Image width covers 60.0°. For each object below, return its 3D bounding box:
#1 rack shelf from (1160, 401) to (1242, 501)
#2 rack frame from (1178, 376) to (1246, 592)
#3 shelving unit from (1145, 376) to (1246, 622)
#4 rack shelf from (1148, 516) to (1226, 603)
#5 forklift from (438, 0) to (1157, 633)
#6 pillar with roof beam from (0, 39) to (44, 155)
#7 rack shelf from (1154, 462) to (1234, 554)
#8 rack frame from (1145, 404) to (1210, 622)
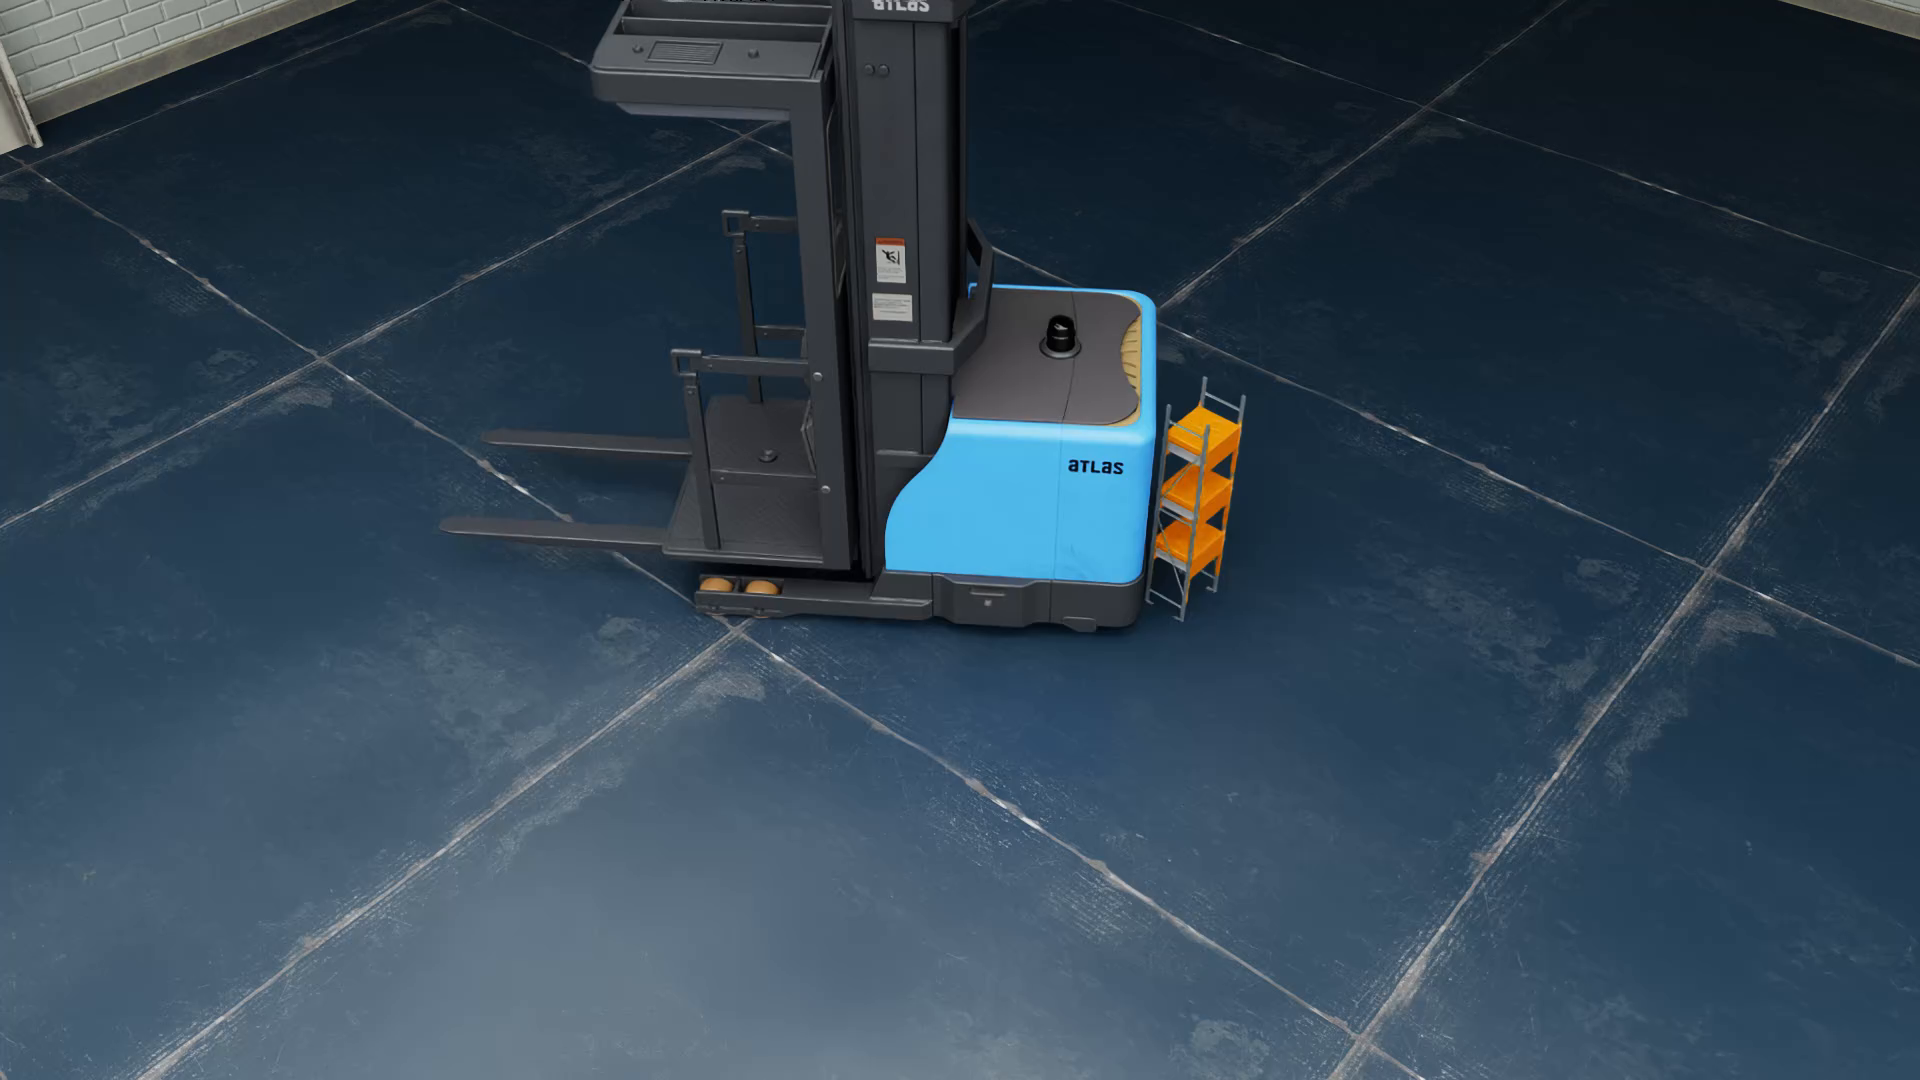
[{"bbox_3d":[0.957,-0.355,6.634,0.215,0.259,0.240,31,50,29],"label":"rack shelf"},{"bbox_3d":[1.036,-0.211,6.884,0.200,1.050,0.008,31,50,29],"label":"rack frame"},{"bbox_3d":[0.955,-0.151,6.815,0.215,1.050,0.252,31,50,29],"label":"shelving unit"},{"bbox_3d":[0.953,0.065,7.007,0.215,0.259,0.240,31,50,29],"label":"rack shelf"},{"bbox_3d":[-0.712,-1.102,6.466,3.031,2.935,1.130,3,42,4],"label":"forklift"},{"bbox_3d":[-2.490,-3.821,4.945,9.100,9.000,0.400,29,50,28],"label":"pillar with roof beam"},{"bbox_3d":[0.955,-0.143,6.822,0.215,0.259,0.240,31,50,29],"label":"rack shelf"},{"bbox_3d":[0.875,-0.090,6.746,0.200,1.050,0.008,31,50,29],"label":"rack frame"}]
